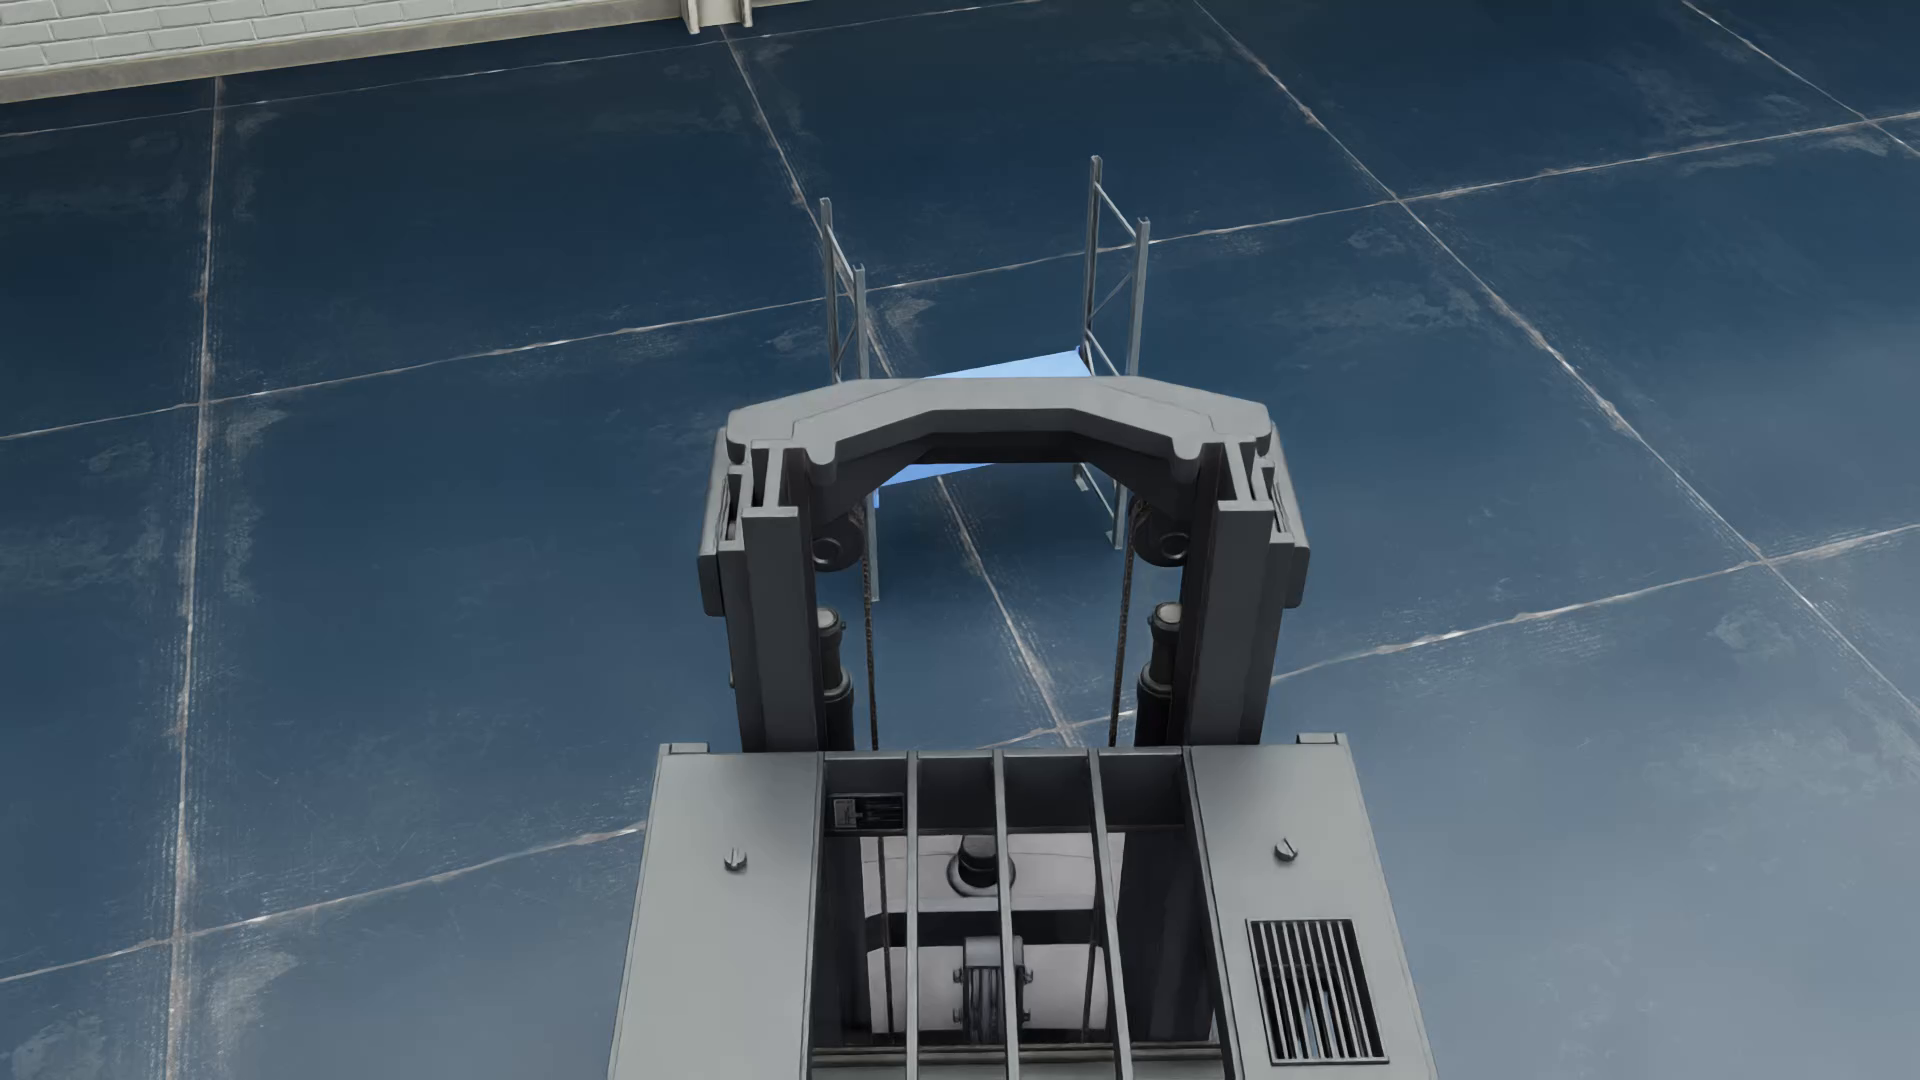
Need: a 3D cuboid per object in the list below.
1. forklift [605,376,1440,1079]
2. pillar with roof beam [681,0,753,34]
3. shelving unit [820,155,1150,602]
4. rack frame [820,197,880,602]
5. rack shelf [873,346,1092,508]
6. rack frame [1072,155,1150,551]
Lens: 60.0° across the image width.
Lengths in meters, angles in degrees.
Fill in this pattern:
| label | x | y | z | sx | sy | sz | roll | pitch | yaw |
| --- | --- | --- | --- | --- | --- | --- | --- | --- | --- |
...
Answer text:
| label | x | y | z | sx | sy | sz | roll | pitch | yaw |
| --- | --- | --- | --- | --- | --- | --- | --- | --- | --- |
| forklift | 0.076 | 1.284 | 3.052 | 1.130 | 2.935 | 3.031 | -1 | 41 | -1 |
| pillar with roof beam | -0.242 | -3.972 | 4.457 | 0.400 | 9.000 | 9.100 | -12 | 42 | -13 |
| shelving unit | 0.081 | -0.582 | 6.276 | 1.048 | 1.500 | 0.538 | -12 | 42 | -13 |
| rack frame | -0.404 | -0.481 | 6.161 | 0.032 | 1.500 | 0.500 | -12 | 42 | -13 |
| rack shelf | 0.081 | -0.446 | 6.394 | 1.000 | 0.185 | 0.538 | -12 | 42 | -13 |
| rack frame | 0.566 | -0.682 | 6.391 | 0.032 | 1.500 | 0.500 | -12 | 42 | -13 |
